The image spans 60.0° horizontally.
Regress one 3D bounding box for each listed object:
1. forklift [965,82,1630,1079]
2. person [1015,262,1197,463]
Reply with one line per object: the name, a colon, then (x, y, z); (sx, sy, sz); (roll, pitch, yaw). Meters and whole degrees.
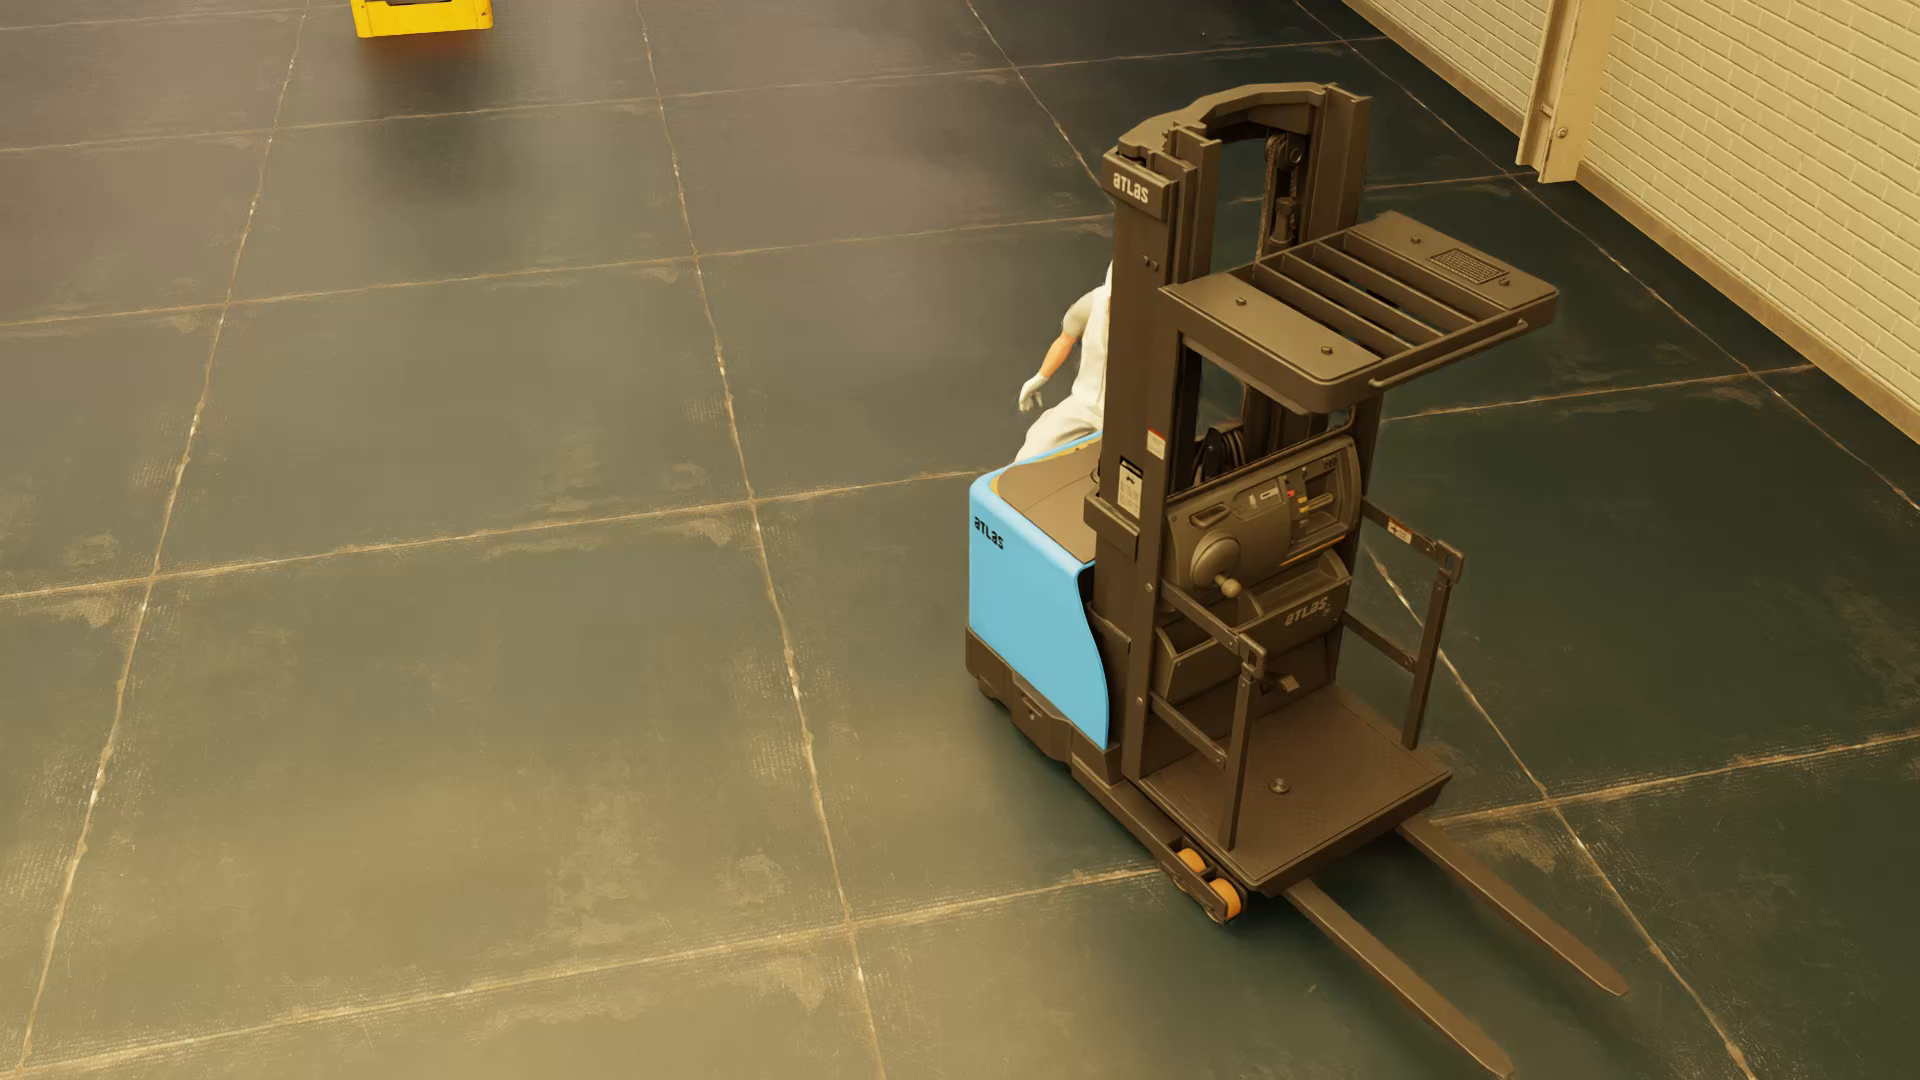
forklift: (1.269, -0.022, 6.081); (1.130, 2.935, 3.031); (-22, 41, -27)
person: (0.758, -0.645, 8.071); (0.993, 1.651, 0.678); (19, 40, 25)
